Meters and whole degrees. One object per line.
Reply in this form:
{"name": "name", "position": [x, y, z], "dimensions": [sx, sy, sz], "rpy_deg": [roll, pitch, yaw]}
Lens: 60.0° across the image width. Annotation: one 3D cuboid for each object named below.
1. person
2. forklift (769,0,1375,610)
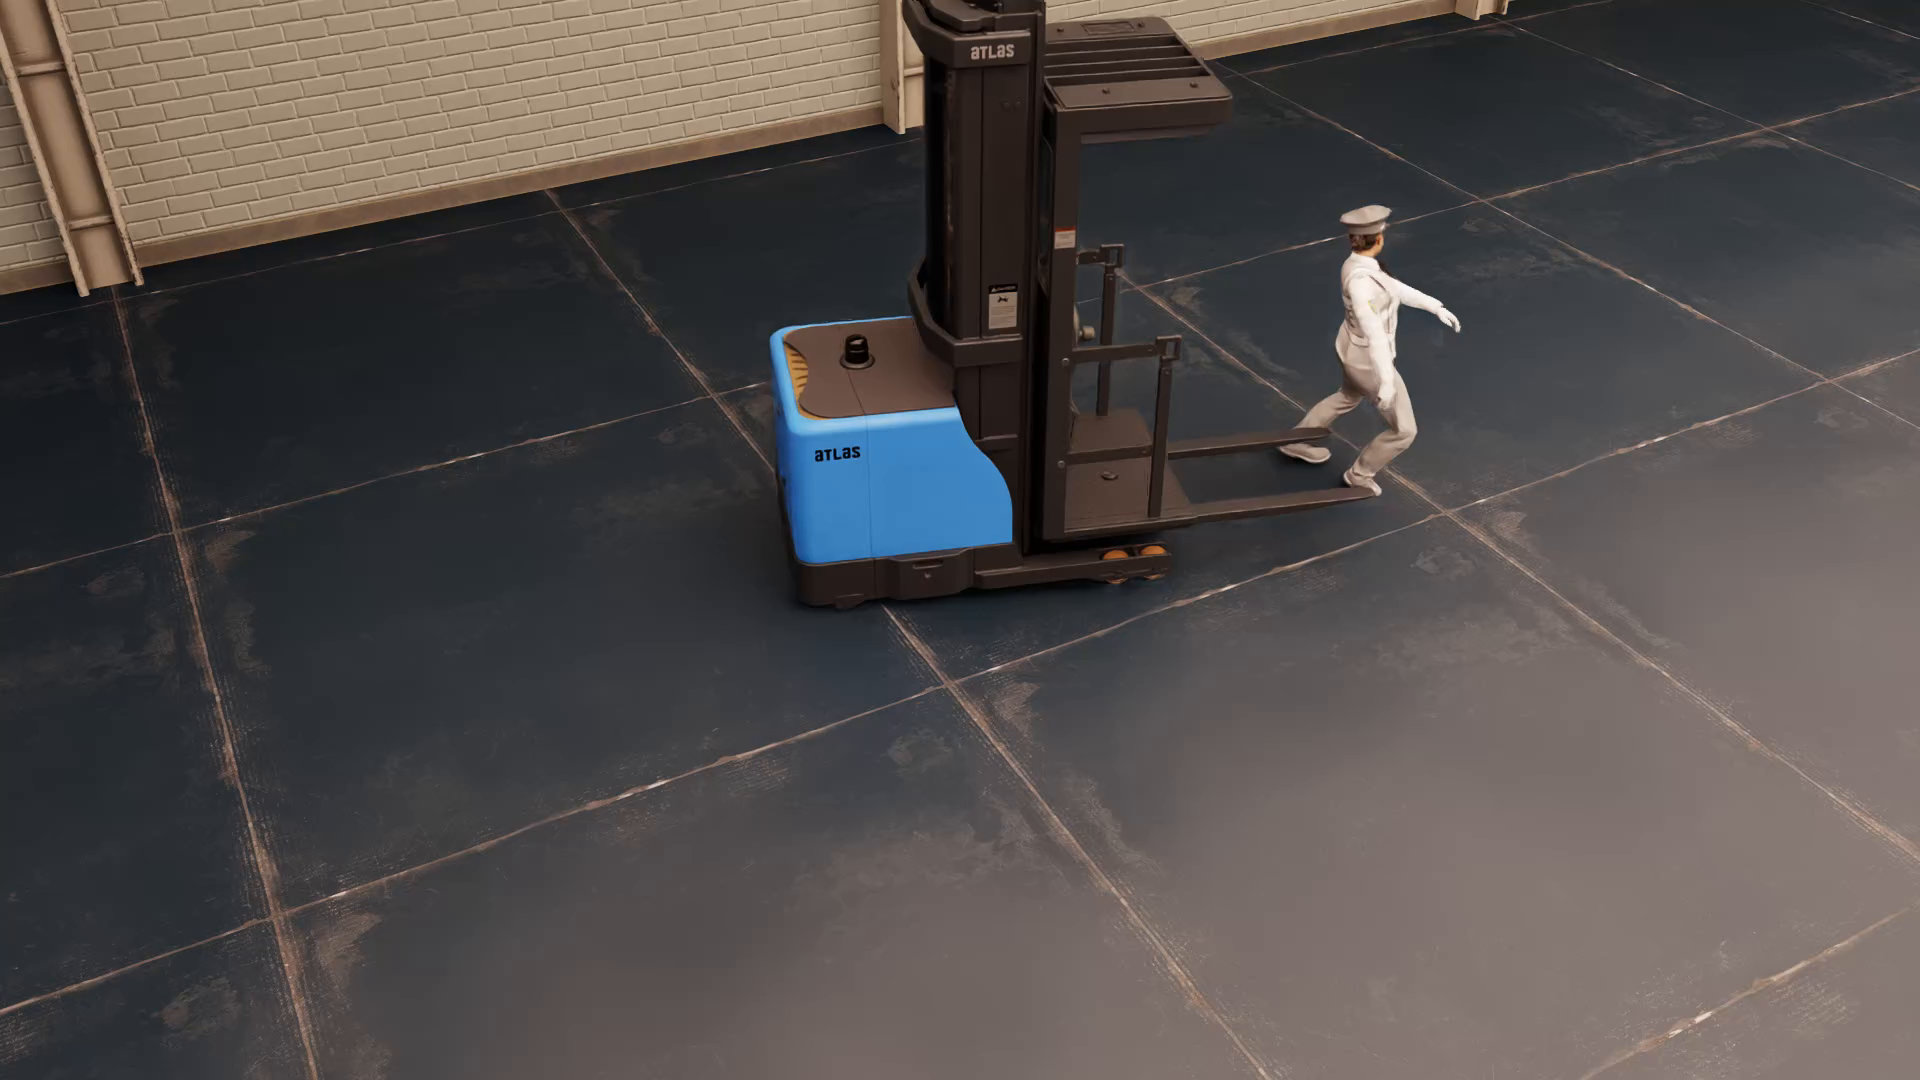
{"name": "person", "position": [2.183, -0.907, 8.678], "dimensions": [0.783, 1.593, 0.725], "rpy_deg": [-2, 35, -2]}
{"name": "forklift", "position": [0.602, -1.273, 7.923], "dimensions": [3.031, 2.935, 1.130], "rpy_deg": [-6, 36, -9]}
